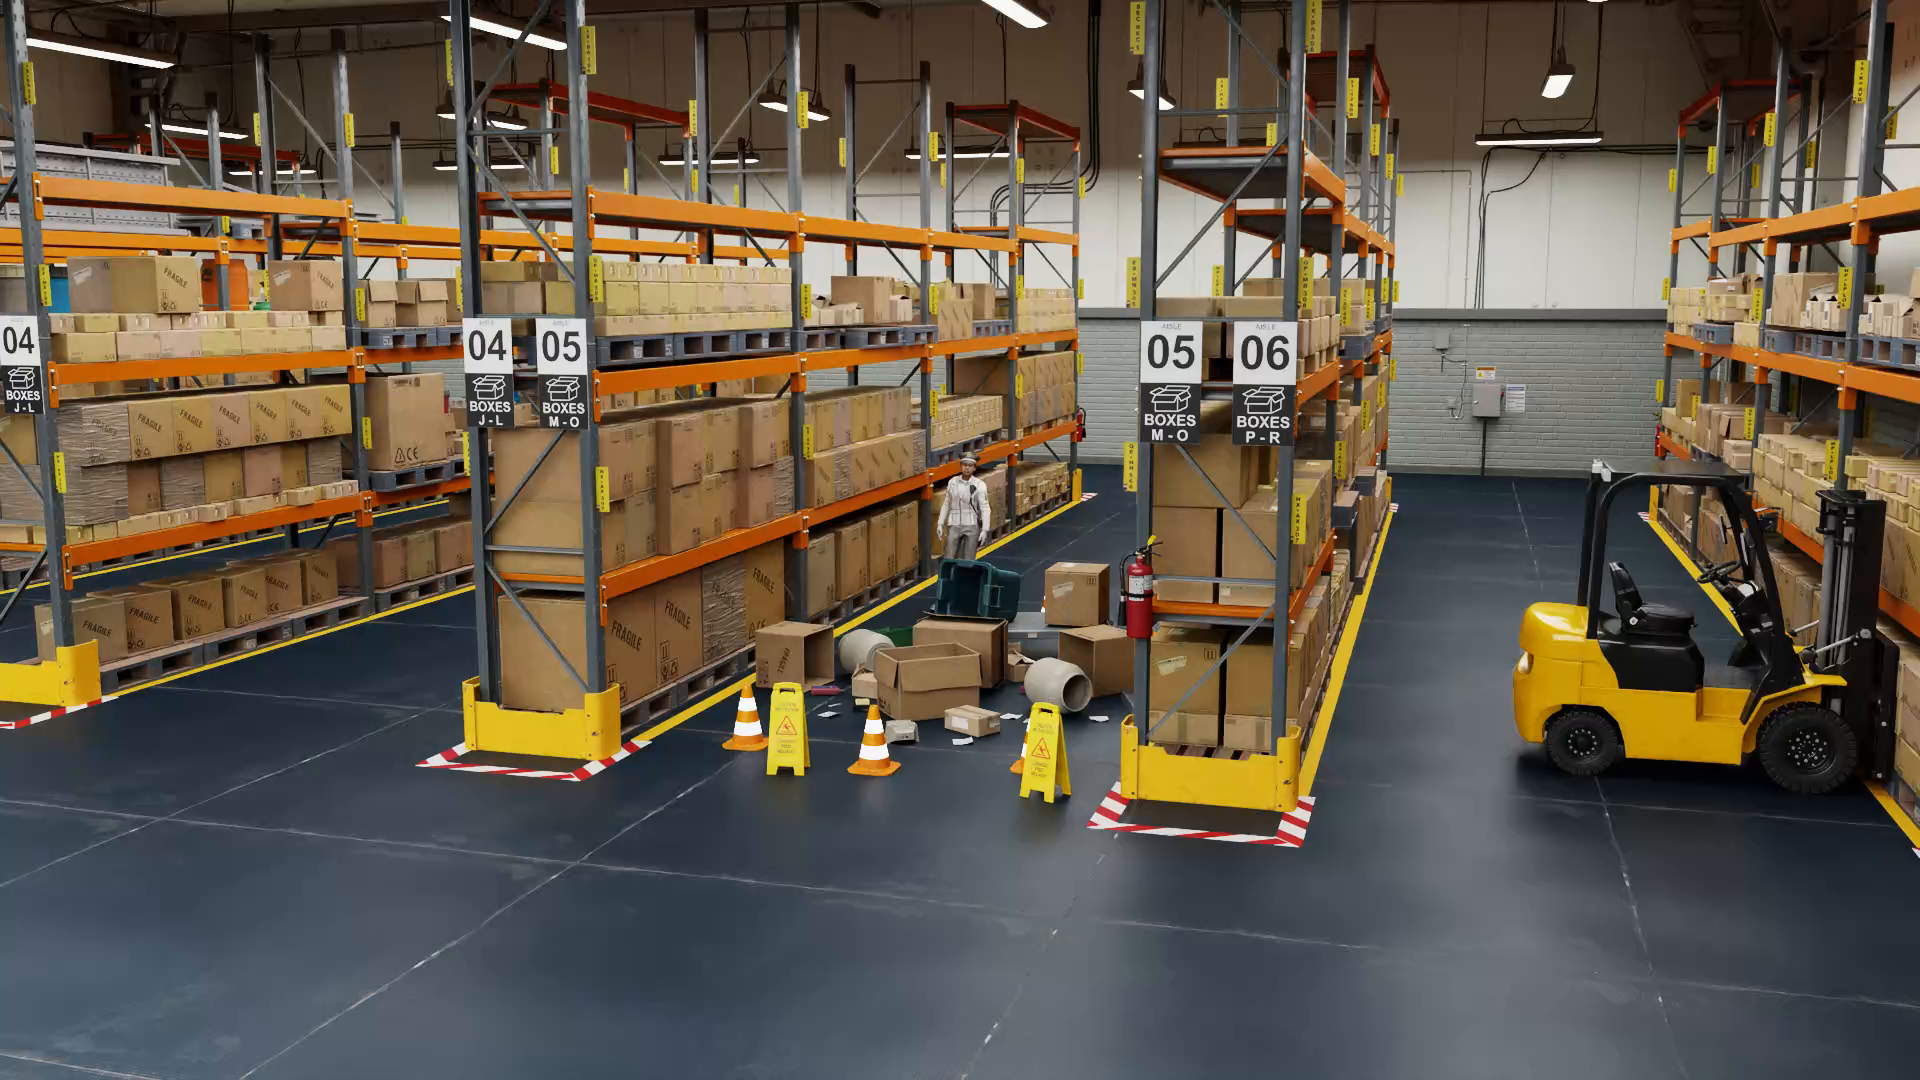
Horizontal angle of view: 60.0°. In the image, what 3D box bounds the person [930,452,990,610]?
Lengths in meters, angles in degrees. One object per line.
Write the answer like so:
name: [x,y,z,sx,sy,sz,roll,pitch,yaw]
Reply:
person: [0.020,-0.101,17.846,0.587,1.694,0.529,2,9,16]
